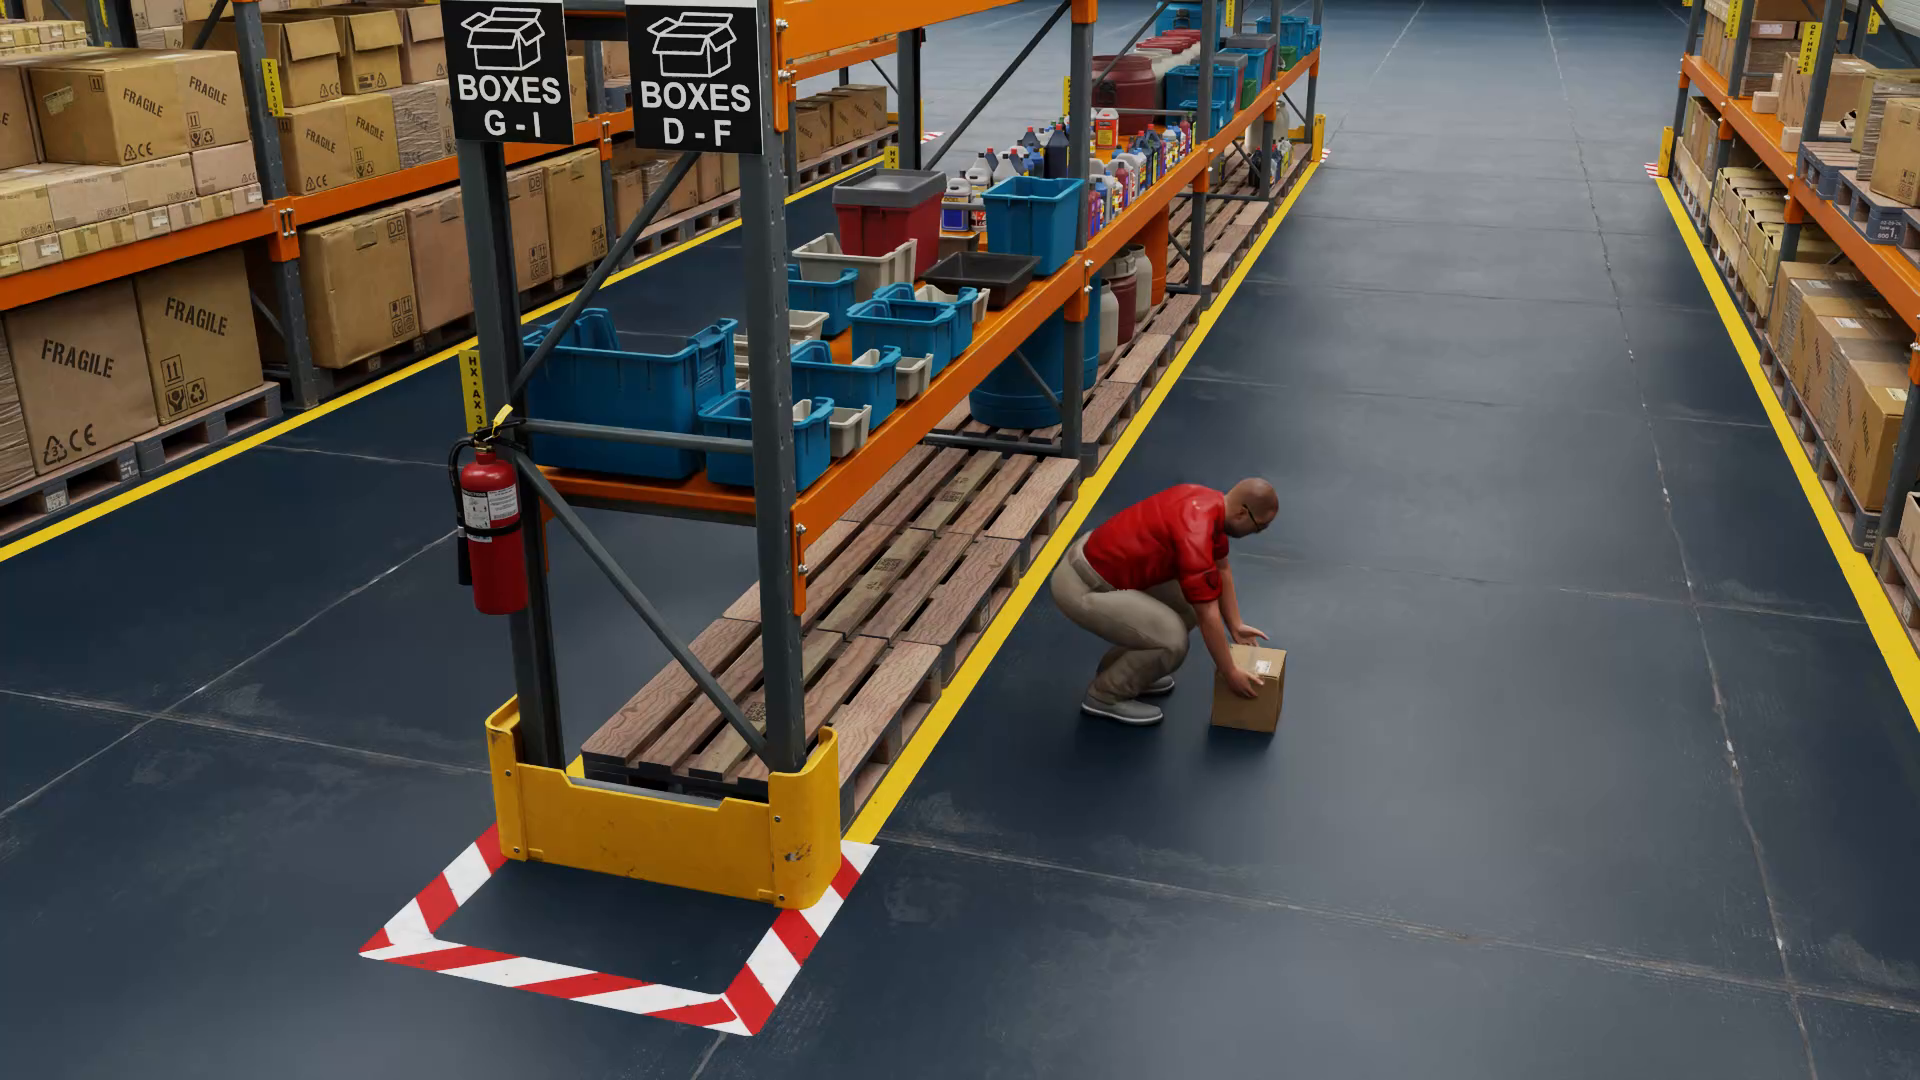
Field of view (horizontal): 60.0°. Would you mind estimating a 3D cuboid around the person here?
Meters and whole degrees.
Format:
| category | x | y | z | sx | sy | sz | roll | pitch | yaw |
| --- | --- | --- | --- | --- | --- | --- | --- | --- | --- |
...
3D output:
| category | x | y | z | sx | sy | sz | roll | pitch | yaw |
| --- | --- | --- | --- | --- | --- | --- | --- | --- | --- |
| person | 0.810 | 0.202 | 6.608 | 0.869 | 0.990 | 0.570 | 6 | 23 | 15 |
